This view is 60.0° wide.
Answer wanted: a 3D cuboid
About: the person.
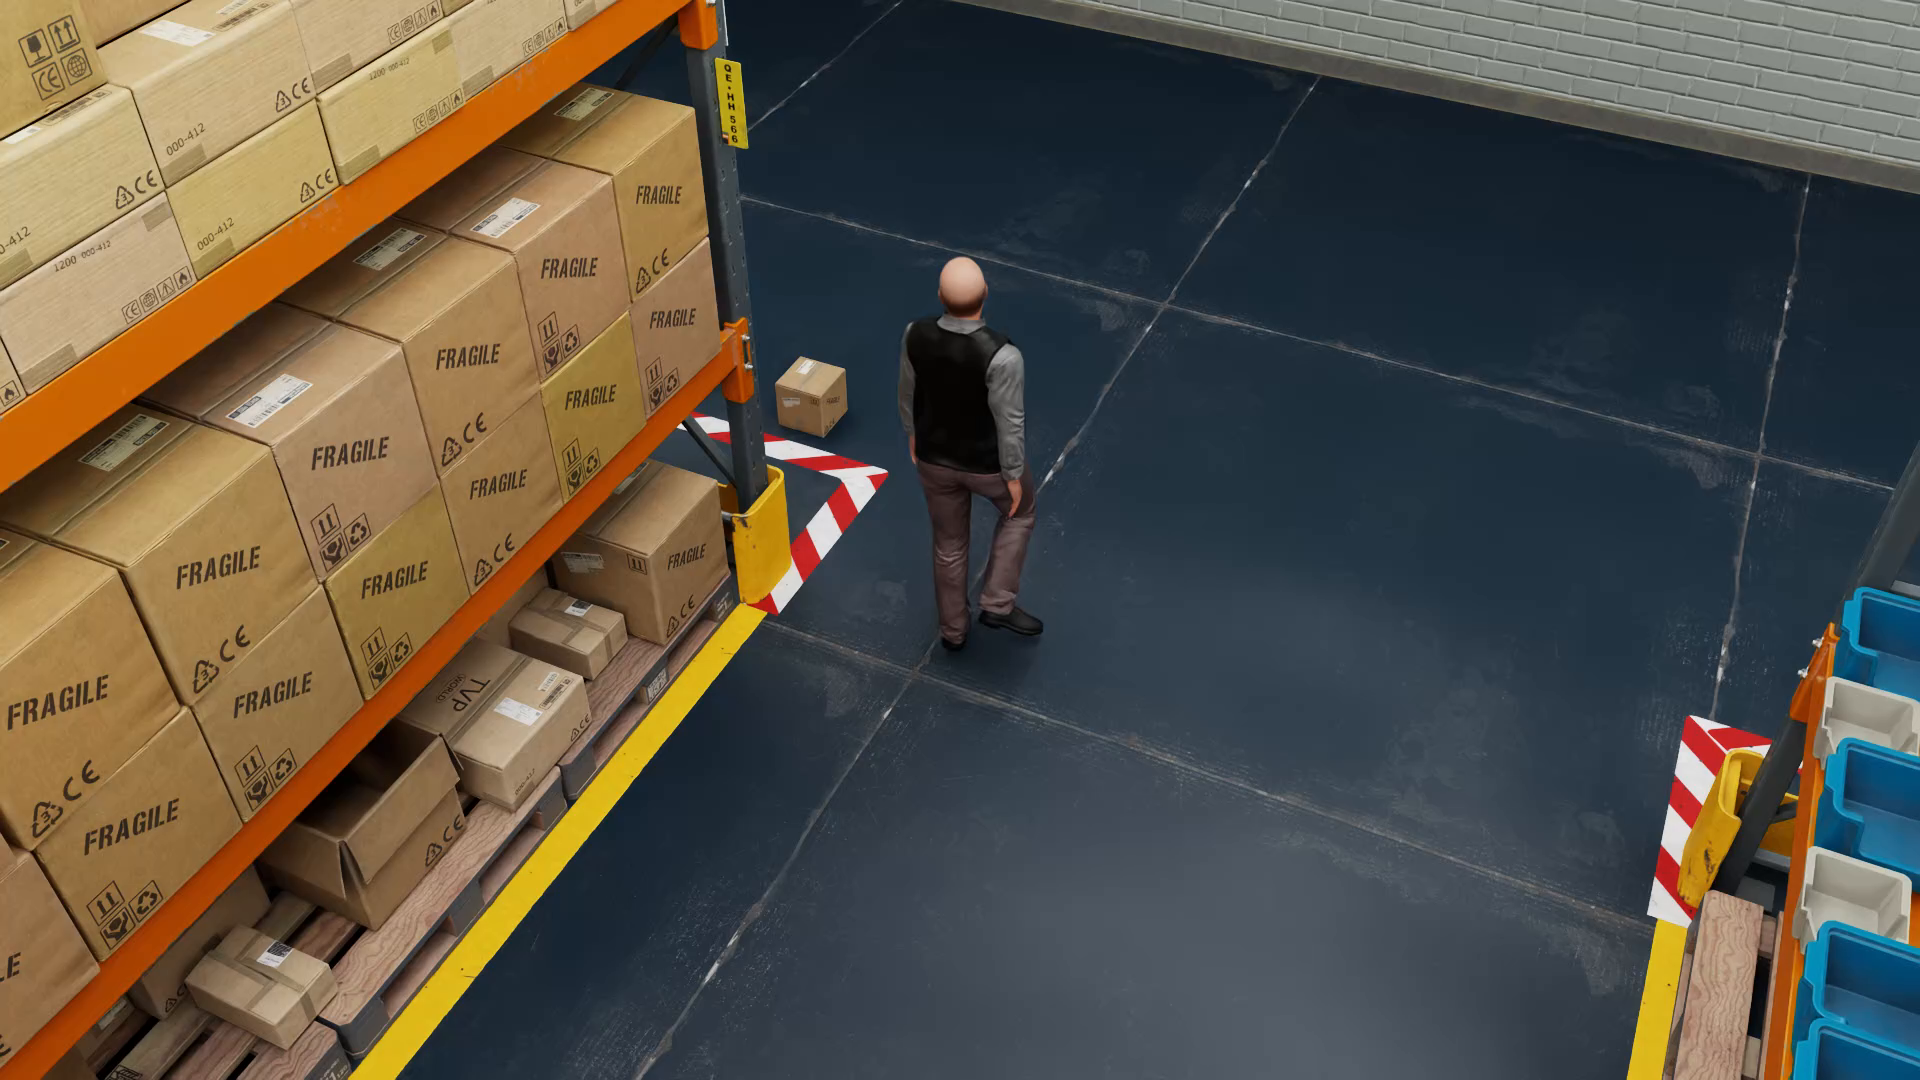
[{"bbox_3d":[0.049,-0.312,6.500,0.649,1.708,0.508,14,43,15],"label":"person"}]
